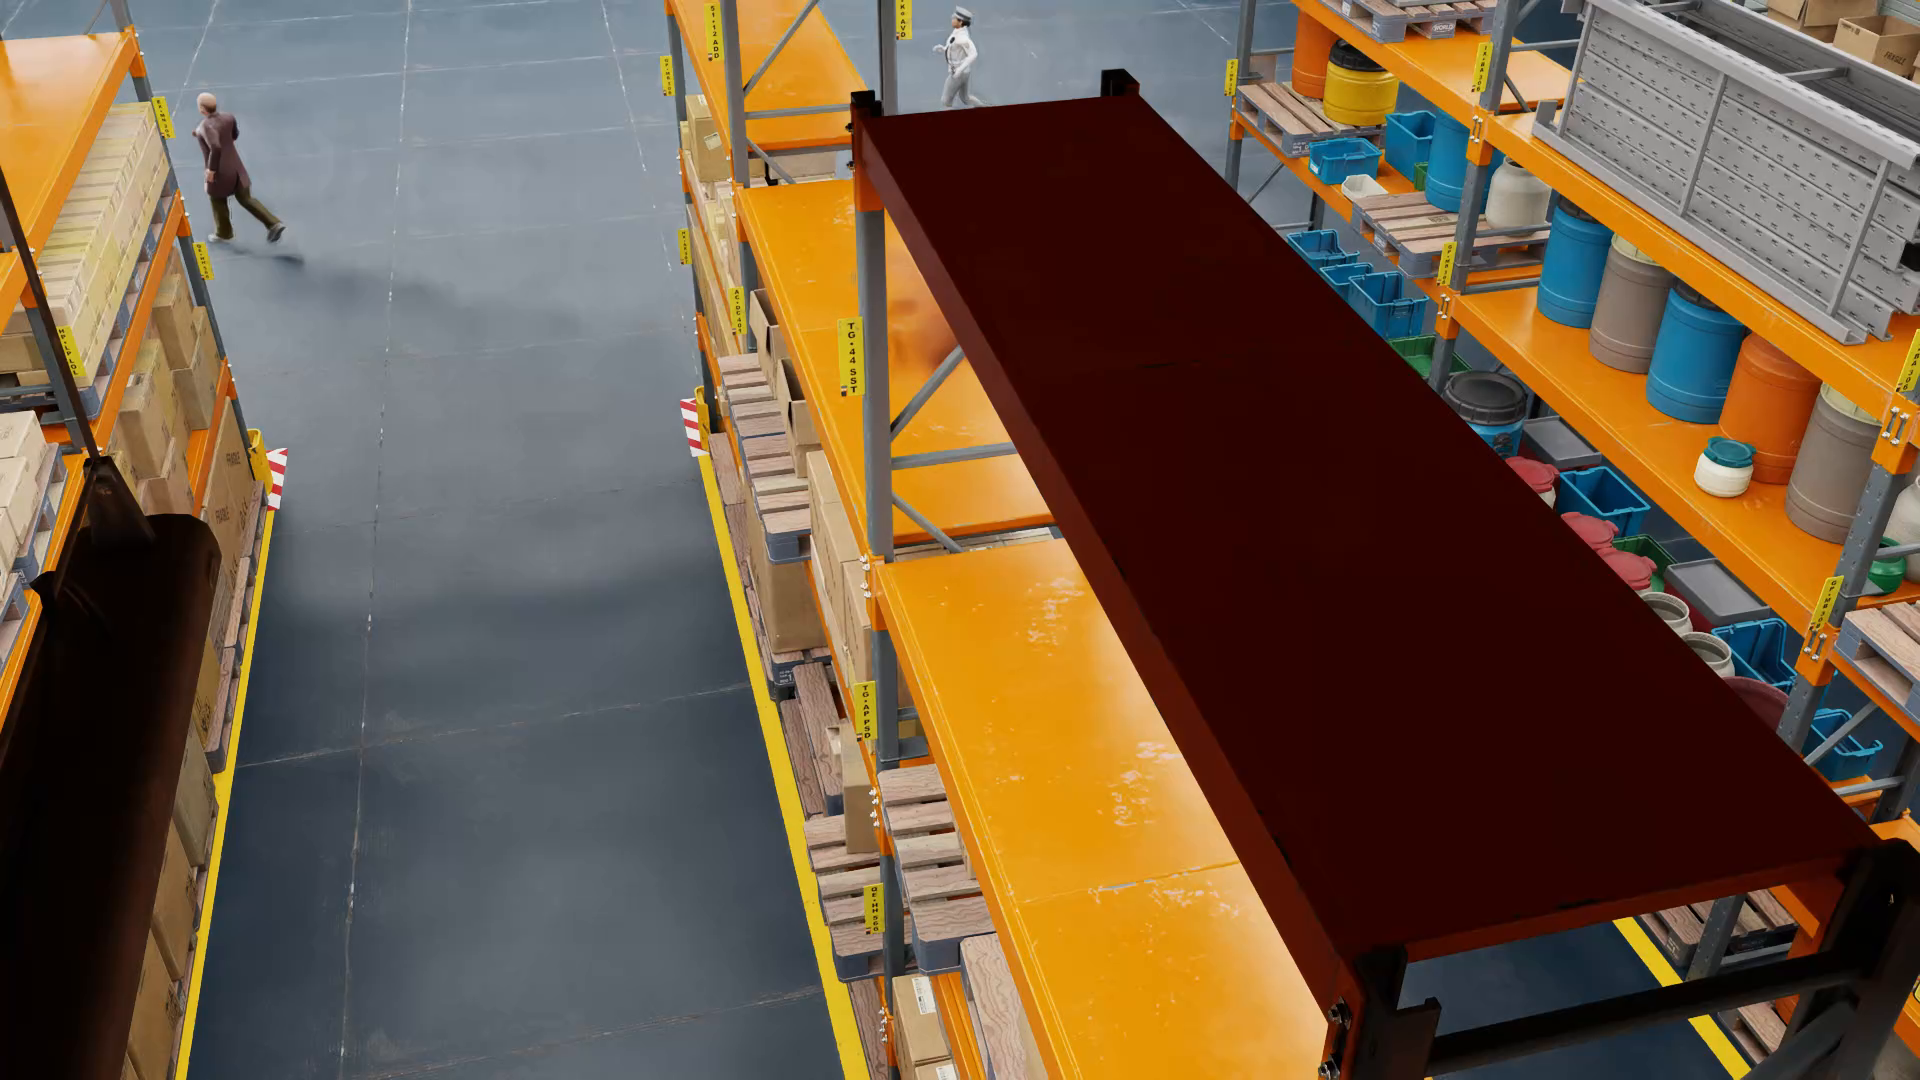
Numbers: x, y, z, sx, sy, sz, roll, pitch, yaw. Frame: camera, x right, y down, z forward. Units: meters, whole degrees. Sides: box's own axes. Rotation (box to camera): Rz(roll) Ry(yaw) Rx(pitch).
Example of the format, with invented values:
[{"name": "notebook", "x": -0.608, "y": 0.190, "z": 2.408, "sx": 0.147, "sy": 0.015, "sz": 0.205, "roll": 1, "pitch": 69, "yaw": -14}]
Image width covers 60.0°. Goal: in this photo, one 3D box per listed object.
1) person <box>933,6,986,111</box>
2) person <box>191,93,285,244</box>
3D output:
[{"name": "person", "x": 0.000, "y": -5.989, "z": 21.302, "sx": 0.939, "sy": 1.679, "sz": 0.611, "roll": 2, "pitch": 34, "yaw": 3}, {"name": "person", "x": -8.106, "y": -4.088, "z": 18.430, "sx": 1.059, "sy": 1.764, "sz": 0.703, "roll": 12, "pitch": 36, "yaw": 16}]
